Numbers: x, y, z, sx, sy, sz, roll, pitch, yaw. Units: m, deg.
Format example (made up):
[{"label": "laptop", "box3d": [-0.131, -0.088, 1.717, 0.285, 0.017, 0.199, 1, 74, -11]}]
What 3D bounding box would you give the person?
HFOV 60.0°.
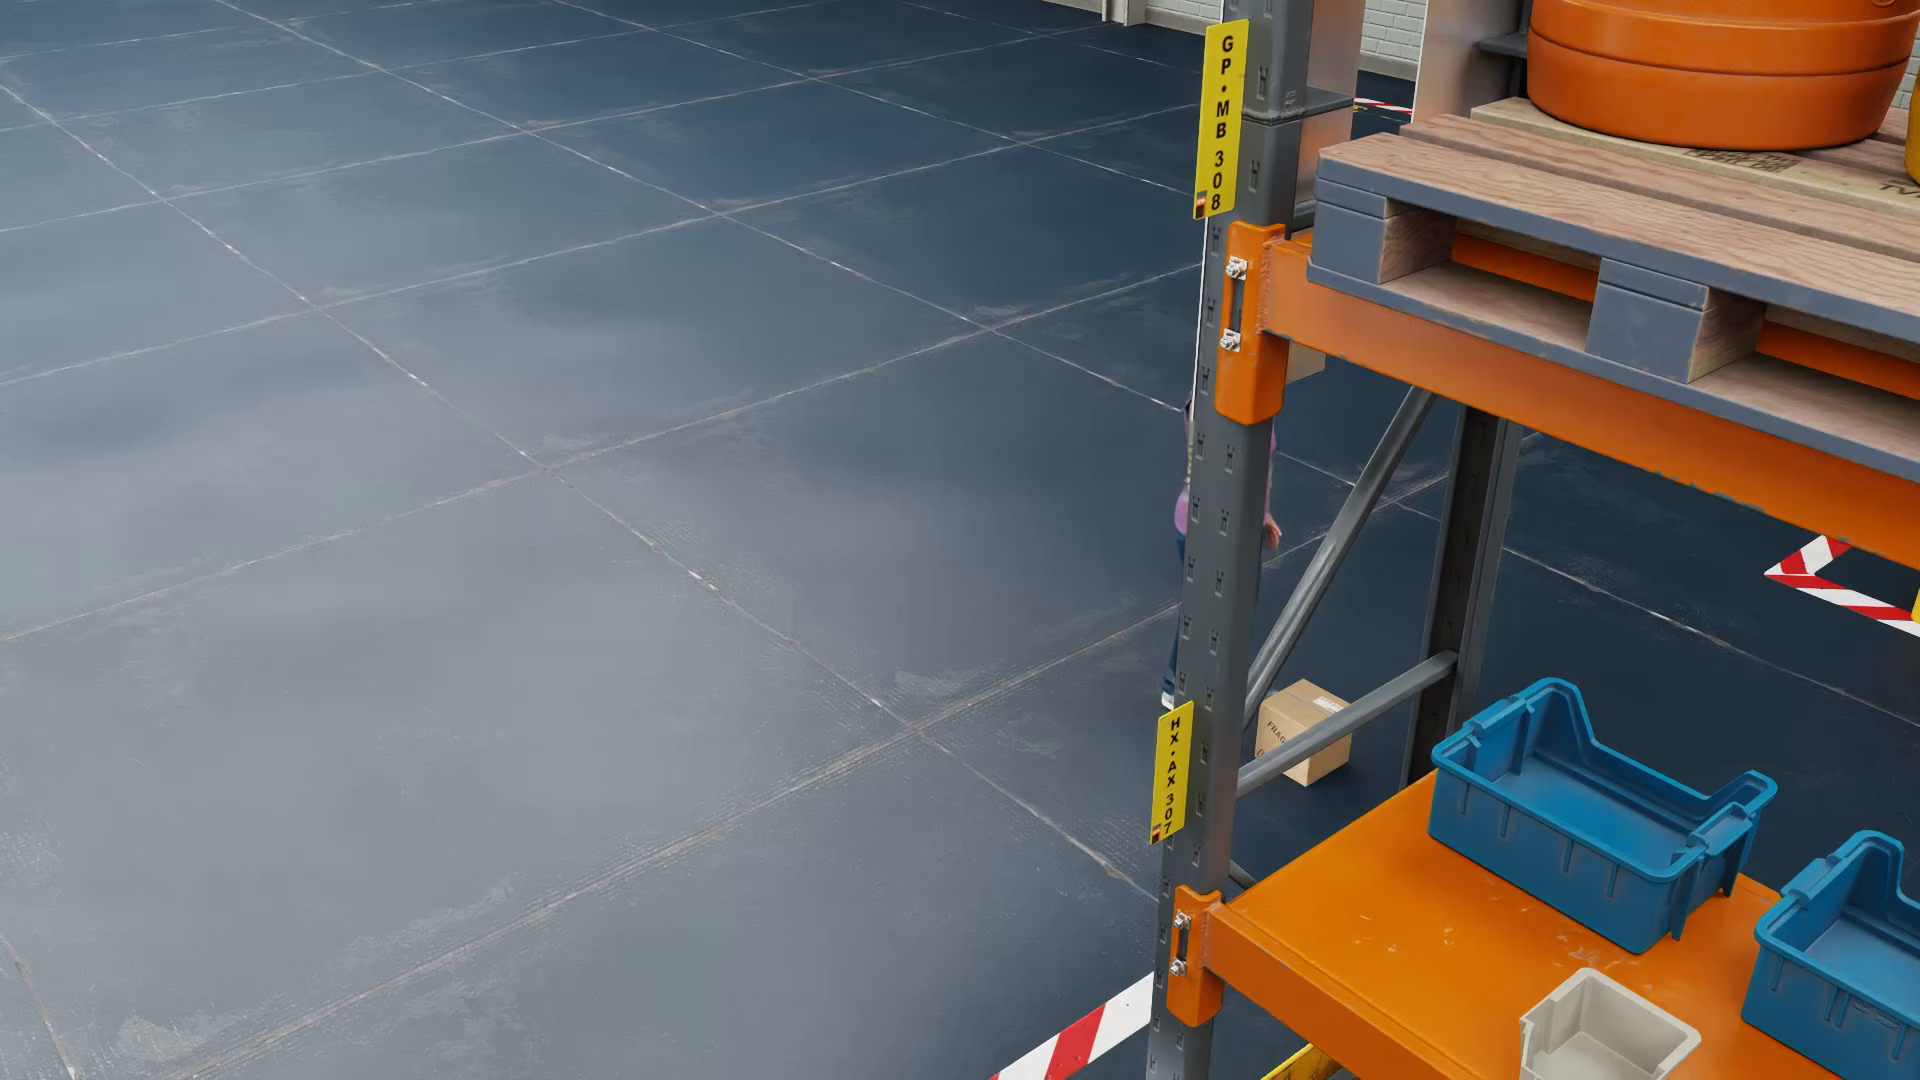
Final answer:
[{"label": "person", "box3d": [0.994, -0.042, 6.247, 0.412, 1.571, 0.316, -21, 35, -34]}]
